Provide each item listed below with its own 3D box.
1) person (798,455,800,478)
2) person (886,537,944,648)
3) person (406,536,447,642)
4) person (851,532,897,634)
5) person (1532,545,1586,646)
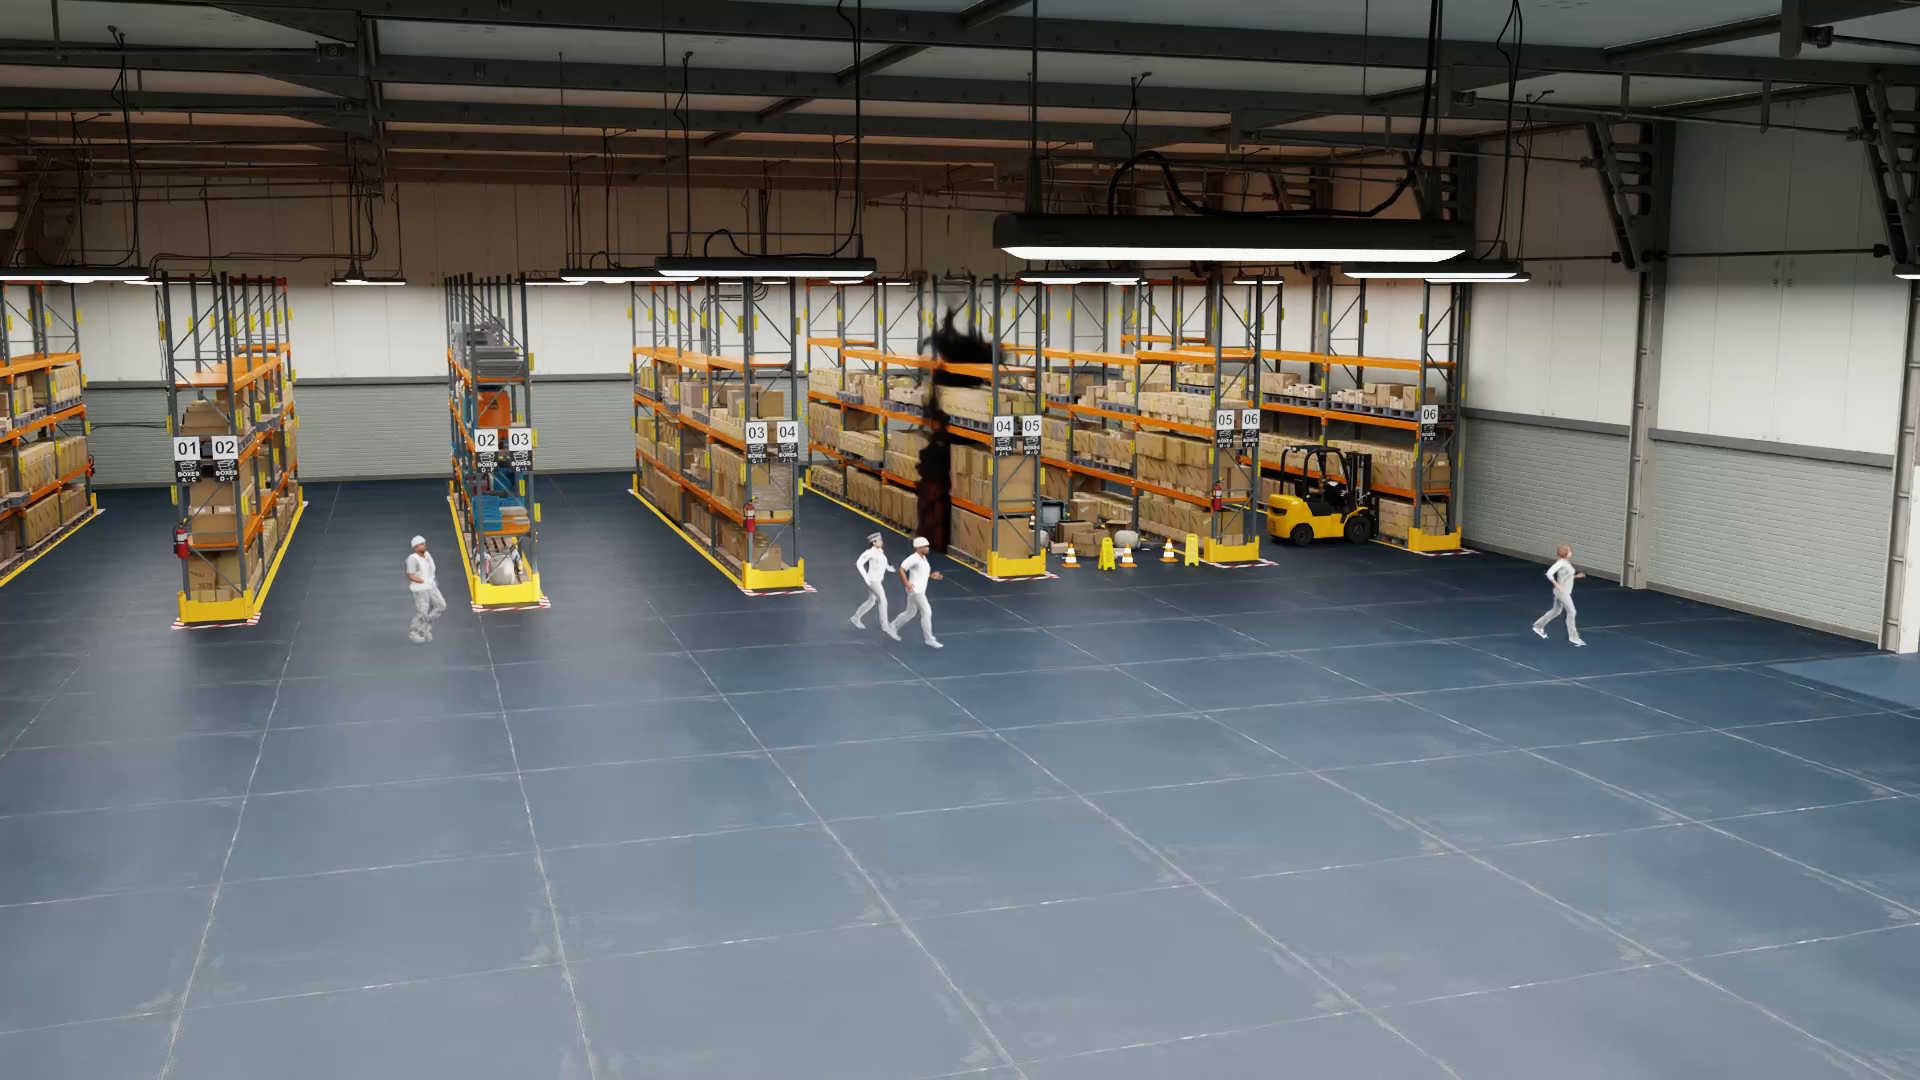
[{"bbox_3d":[-4.488,-1.786,44.547,0.516,1.635,0.677,-3,9,-17],"label":"person"},{"bbox_3d":[-0.732,0.833,26.710,0.970,1.775,0.643,1,9,6],"label":"person"},{"bbox_3d":[-8.680,0.793,26.991,0.614,1.740,0.686,2,9,15],"label":"person"},{"bbox_3d":[-1.439,0.704,27.794,0.854,1.715,0.610,2,9,14],"label":"person"},{"bbox_3d":[9.721,0.874,26.881,0.842,1.612,0.526,4,9,23],"label":"person"}]
